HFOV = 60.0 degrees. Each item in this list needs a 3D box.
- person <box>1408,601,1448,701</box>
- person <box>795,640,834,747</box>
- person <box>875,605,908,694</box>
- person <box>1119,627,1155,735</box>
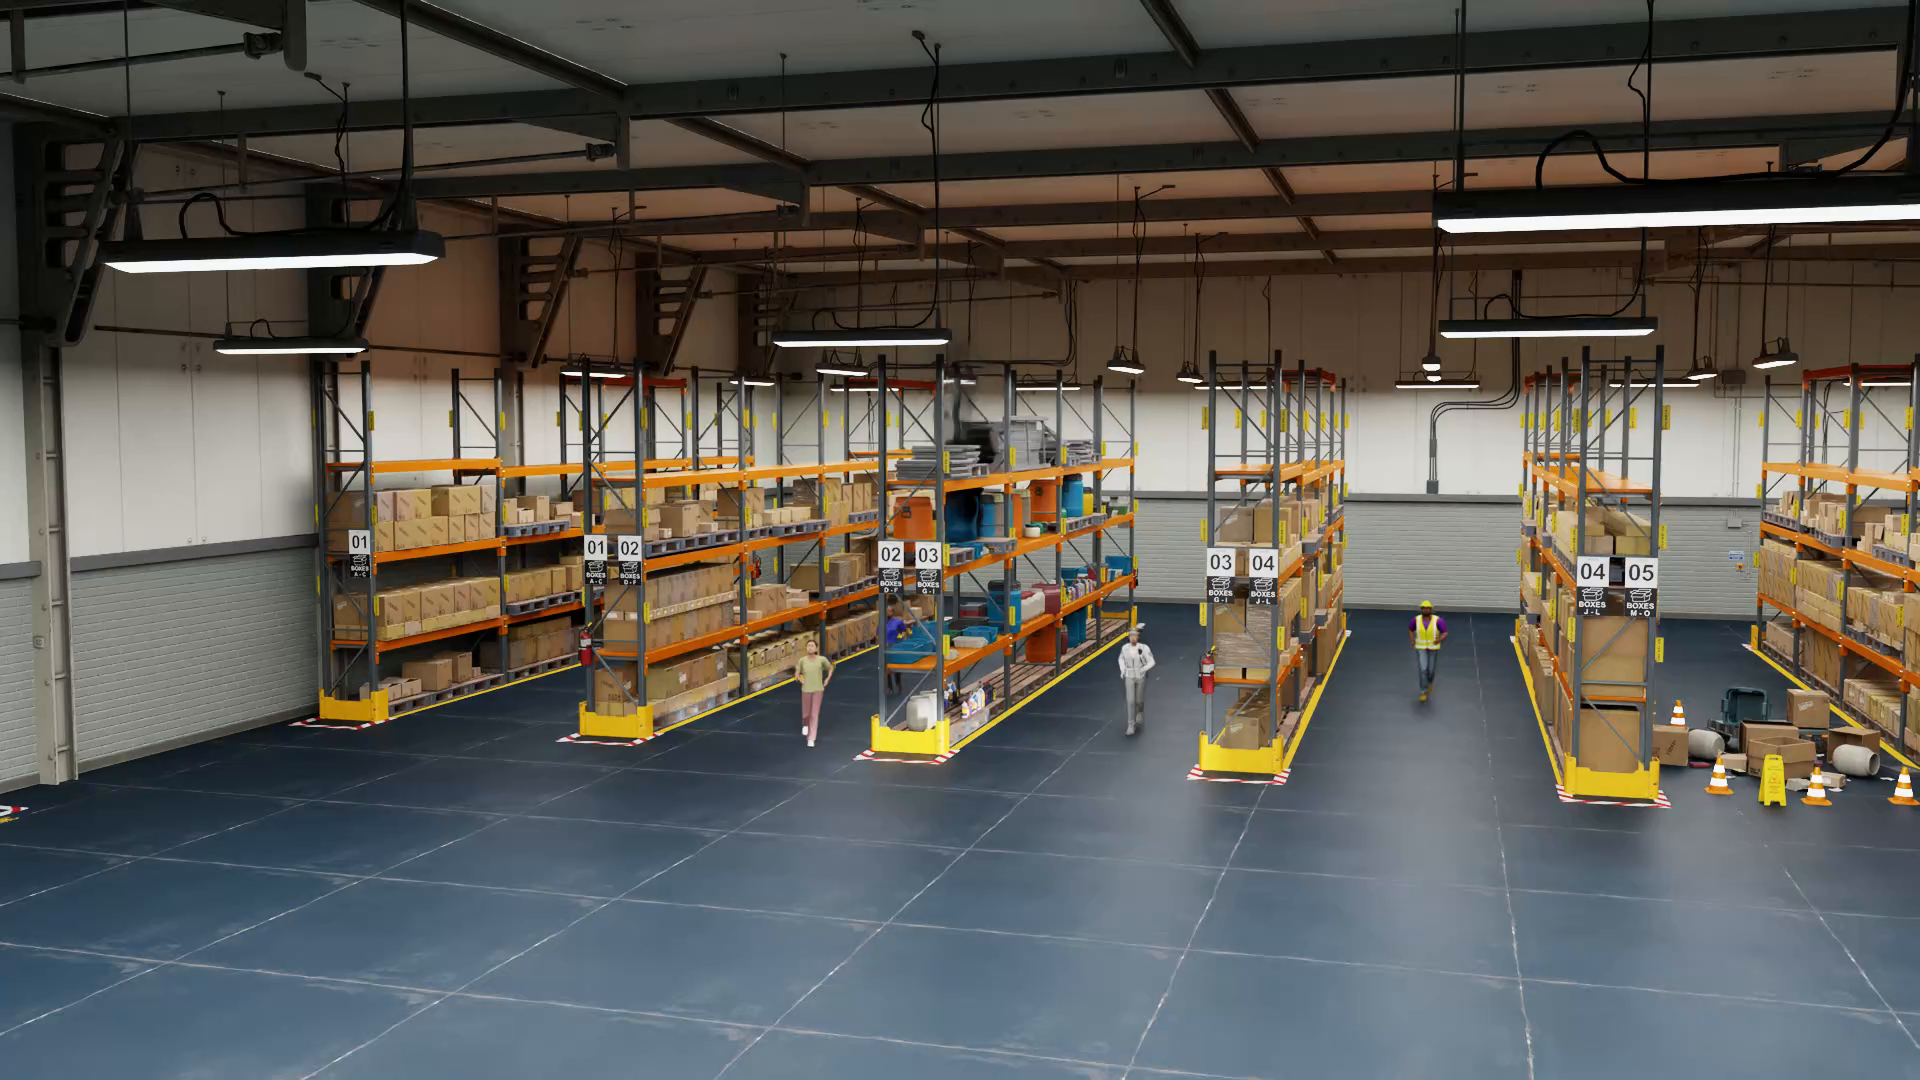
[{"bbox_3d":[8.411,1.967,29.900,0.686,1.773,0.886,1,4,16],"label":"person"},{"bbox_3d":[-2.277,2.359,25.787,0.597,1.609,0.800,0,4,1],"label":"person"},{"bbox_3d":[-1.266,2.010,30.362,0.569,1.627,0.655,1,4,8],"label":"person"},{"bbox_3d":[2.839,2.232,26.766,0.608,1.705,0.812,1,4,14],"label":"person"}]
